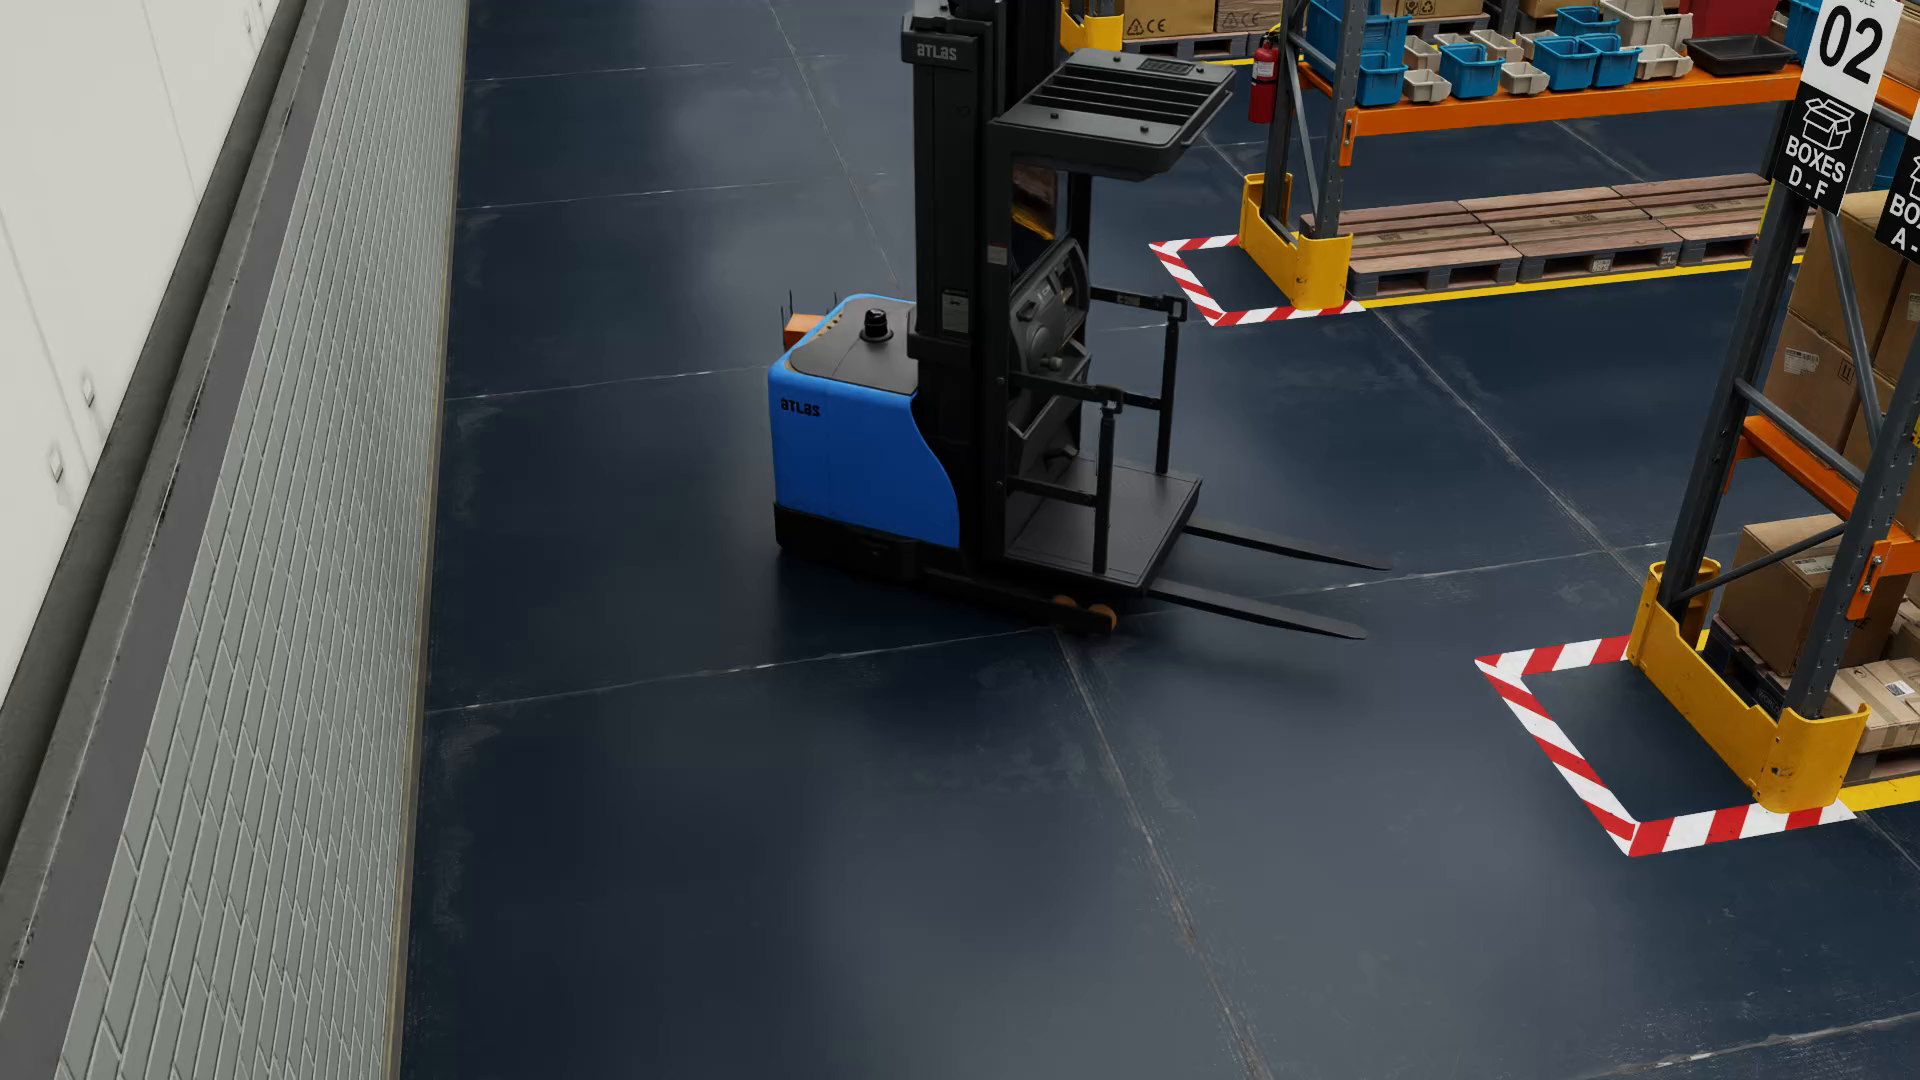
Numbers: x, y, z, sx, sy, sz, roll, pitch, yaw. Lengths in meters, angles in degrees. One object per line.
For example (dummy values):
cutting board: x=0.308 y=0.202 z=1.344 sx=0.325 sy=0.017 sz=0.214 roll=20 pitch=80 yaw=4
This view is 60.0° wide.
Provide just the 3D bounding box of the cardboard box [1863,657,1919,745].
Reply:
cardboard box: x=4.112 y=0.687 z=7.181 sx=0.250 sy=0.166 sz=0.380 roll=-7 pitch=35 yaw=-11

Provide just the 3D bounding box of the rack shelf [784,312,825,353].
rack shelf: x=-0.795 y=-1.057 z=8.893 sx=0.240 sy=0.259 sz=0.215 roll=5 pitch=34 yaw=7

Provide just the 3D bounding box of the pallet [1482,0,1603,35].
pallet: x=5.840 y=-5.265 z=16.406 sx=1.213 sy=0.211 sz=1.003 roll=-7 pitch=35 yaw=-11

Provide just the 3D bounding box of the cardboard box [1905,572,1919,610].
cardboard box: x=4.793 y=0.247 z=7.763 sx=0.500 sy=0.250 sz=0.500 roll=-7 pitch=35 yaw=-11

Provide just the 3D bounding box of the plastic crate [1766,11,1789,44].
plastic crate: x=5.711 y=-3.531 z=11.503 sx=0.243 sy=0.136 sz=0.396 roll=-7 pitch=35 yaw=-11

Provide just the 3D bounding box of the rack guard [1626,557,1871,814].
rack guard: x=3.458 y=0.618 z=7.381 sx=0.348 sy=0.500 sz=1.175 roll=-7 pitch=35 yaw=-11

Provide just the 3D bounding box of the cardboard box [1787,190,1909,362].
cardboard box: x=3.757 y=-1.072 z=6.668 sx=0.500 sy=0.500 sz=0.500 roll=-7 pitch=35 yaw=-11

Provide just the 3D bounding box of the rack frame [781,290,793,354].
rack frame: x=-0.916 y=-0.841 z=9.061 sx=0.008 sy=1.050 sz=0.200 roll=5 pitch=34 yaw=7

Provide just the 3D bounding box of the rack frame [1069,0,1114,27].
rack frame: x=1.202 y=-5.795 z=14.694 sx=0.127 sy=3.000 sz=1.000 roll=-7 pitch=35 yaw=-11

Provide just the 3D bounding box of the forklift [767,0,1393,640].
forklift: x=0.609 y=-1.077 z=7.725 sx=3.031 sy=2.935 sz=1.130 roll=13 pitch=36 yaw=19

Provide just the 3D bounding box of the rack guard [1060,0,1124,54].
rack guard: x=1.179 y=-4.755 z=15.386 sx=0.348 sy=0.500 sz=1.175 roll=-7 pitch=35 yaw=-11

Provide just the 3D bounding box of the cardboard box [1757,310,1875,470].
cardboard box: x=3.761 y=-0.655 z=6.945 sx=0.500 sy=0.500 sz=0.500 roll=-6 pitch=34 yaw=-9

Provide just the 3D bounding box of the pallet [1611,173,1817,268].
pallet: x=5.488 y=-2.326 z=12.026 sx=1.213 sy=0.211 sz=1.003 roll=-7 pitch=35 yaw=-11

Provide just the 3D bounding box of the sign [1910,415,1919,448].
sign: x=3.504 y=-0.475 z=5.990 sx=0.005 sy=0.325 sz=0.100 roll=-7 pitch=35 yaw=-11

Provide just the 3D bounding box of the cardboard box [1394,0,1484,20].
cardboard box: x=4.442 y=-5.542 z=15.846 sx=0.875 sy=0.875 sz=0.875 roll=-7 pitch=35 yaw=-11

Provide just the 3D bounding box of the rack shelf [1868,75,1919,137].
rack shelf: x=5.335 y=-1.604 z=6.401 sx=4.000 sy=0.370 sz=1.077 roll=-7 pitch=35 yaw=-11

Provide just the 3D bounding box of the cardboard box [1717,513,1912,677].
cardboard box: x=3.860 y=0.244 z=7.543 sx=0.500 sy=0.500 sz=0.500 roll=-7 pitch=35 yaw=-11

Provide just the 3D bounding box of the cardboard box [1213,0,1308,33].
cardboard box: x=2.696 y=-5.322 z=15.518 sx=0.875 sy=0.875 sz=0.875 roll=-7 pitch=35 yaw=-11

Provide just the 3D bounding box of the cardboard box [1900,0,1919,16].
cardboard box: x=3.829 y=-2.003 z=6.038 sx=0.500 sy=0.250 sz=0.500 roll=-7 pitch=35 yaw=-11

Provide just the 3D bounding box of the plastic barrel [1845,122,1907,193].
plastic barrel: x=6.731 y=-2.956 z=11.969 sx=0.708 sy=0.901 sz=0.600 roll=-7 pitch=35 yaw=-11

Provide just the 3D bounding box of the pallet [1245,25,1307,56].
pallet: x=3.152 y=-4.926 z=15.902 sx=1.213 sy=0.211 sz=1.003 roll=-7 pitch=35 yaw=-11

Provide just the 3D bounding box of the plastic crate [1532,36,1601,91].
plastic crate: x=3.893 y=-3.072 z=10.733 sx=0.300 sy=0.233 sz=0.416 roll=-7 pitch=35 yaw=-11

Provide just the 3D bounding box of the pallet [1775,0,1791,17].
pallet: x=8.220 y=-5.565 z=16.853 sx=1.213 sy=0.211 sz=1.003 roll=-7 pitch=35 yaw=-11

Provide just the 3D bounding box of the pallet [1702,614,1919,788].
pallet: x=4.236 y=0.639 z=7.608 sx=1.213 sy=0.211 sz=1.003 roll=-7 pitch=35 yaw=-11

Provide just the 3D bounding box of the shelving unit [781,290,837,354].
shelving unit: x=-0.795 y=-0.831 z=9.045 sx=0.252 sy=1.050 sz=0.215 roll=5 pitch=34 yaw=7

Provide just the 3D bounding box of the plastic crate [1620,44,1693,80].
plastic crate: x=4.564 y=-3.133 z=10.910 sx=0.466 sy=0.136 sz=0.293 roll=-7 pitch=35 yaw=-11

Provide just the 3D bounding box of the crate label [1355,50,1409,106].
crate label: x=2.608 y=-2.910 z=10.491 sx=0.303 sy=0.233 sz=0.416 roll=-7 pitch=35 yaw=-11

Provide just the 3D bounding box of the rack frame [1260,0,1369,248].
rack frame: x=2.295 y=-3.103 z=10.683 sx=0.127 sy=3.000 sz=1.000 roll=-7 pitch=35 yaw=-11

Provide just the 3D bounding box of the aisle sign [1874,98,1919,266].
aisle sign: x=3.382 y=-1.322 z=5.696 sx=0.004 sy=0.787 sz=0.394 roll=-7 pitch=35 yaw=-11

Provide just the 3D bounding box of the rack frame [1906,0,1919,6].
rack frame: x=3.384 y=-2.902 z=4.999 sx=0.127 sy=3.000 sz=1.000 roll=-7 pitch=35 yaw=-11

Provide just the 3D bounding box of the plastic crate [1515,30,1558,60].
plastic crate: x=3.887 y=-3.339 z=11.217 sx=0.250 sy=0.136 sz=0.298 roll=-7 pitch=35 yaw=-11

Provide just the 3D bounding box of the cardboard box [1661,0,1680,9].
cardboard box: x=6.595 y=-5.779 z=16.200 sx=0.875 sy=0.875 sz=1.225 roll=-8 pitch=35 yaw=-12

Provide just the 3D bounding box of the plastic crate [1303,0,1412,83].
plastic crate: x=2.580 y=-3.286 z=10.869 sx=0.499 sy=0.435 sz=0.616 roll=-7 pitch=35 yaw=-11

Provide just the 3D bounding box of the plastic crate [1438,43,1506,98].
plastic crate: x=3.250 y=-2.991 z=10.612 sx=0.300 sy=0.233 sz=0.416 roll=-7 pitch=35 yaw=-11

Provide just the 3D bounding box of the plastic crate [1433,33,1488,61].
plastic crate: x=3.336 y=-3.245 z=11.077 sx=0.243 sy=0.136 sz=0.396 roll=-7 pitch=35 yaw=-11

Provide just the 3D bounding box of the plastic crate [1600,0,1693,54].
plastic crate: x=4.666 y=-3.483 z=11.301 sx=0.530 sy=0.282 sz=0.437 roll=-7 pitch=35 yaw=-11

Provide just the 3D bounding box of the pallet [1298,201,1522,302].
pallet: x=3.108 y=-2.026 z=11.579 sx=1.213 sy=0.211 sz=1.003 roll=-7 pitch=35 yaw=-11
